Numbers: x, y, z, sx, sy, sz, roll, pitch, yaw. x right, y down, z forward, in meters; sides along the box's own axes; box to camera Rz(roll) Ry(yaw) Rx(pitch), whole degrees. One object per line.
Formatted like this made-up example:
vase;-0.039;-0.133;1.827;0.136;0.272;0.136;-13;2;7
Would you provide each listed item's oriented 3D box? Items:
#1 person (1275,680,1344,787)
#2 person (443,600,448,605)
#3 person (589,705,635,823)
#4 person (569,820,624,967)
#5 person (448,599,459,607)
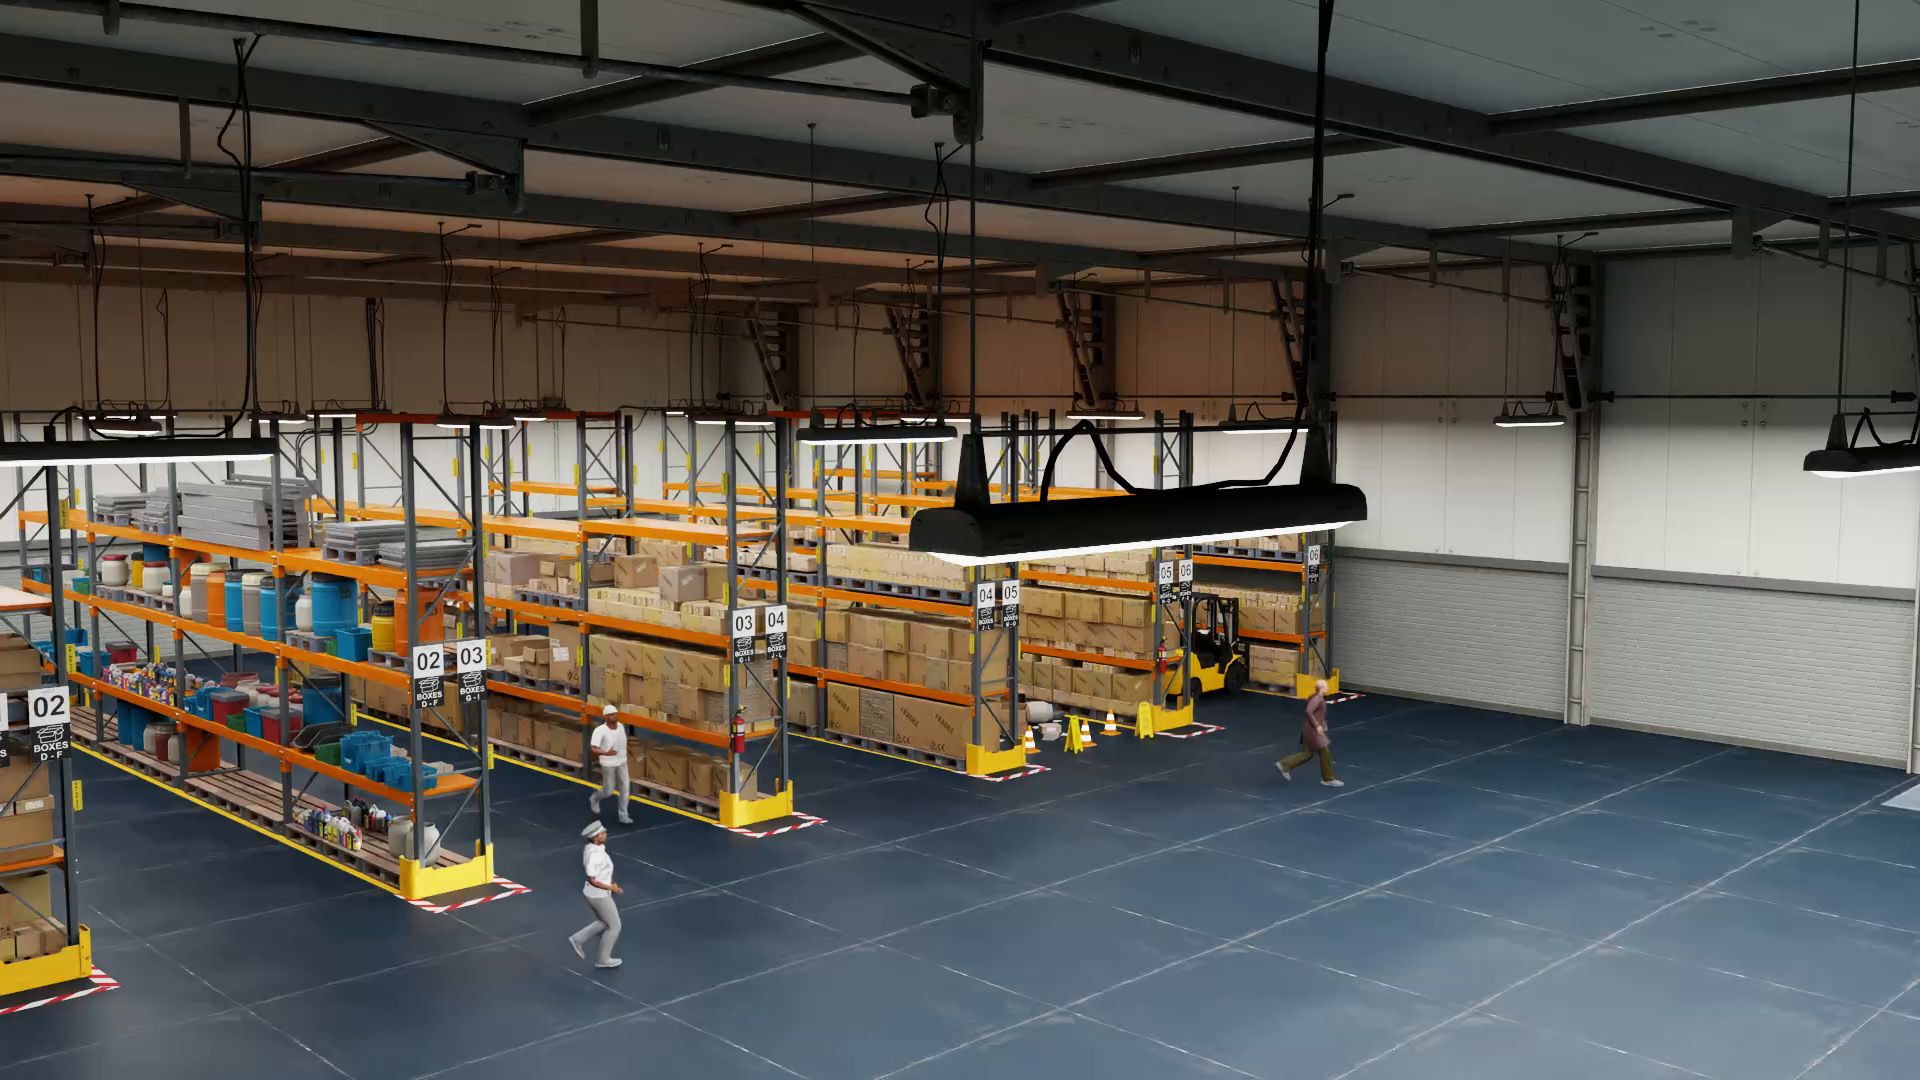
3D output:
person;5.669;3.122;26.866;1.108;1.739;0.741;1;5;8
person;-11.950;2.253;38.345;0.630;1.551;0.864;-1;5;-16
person;-5.165;3.319;24.710;0.866;1.742;0.718;5;7;43
person;-4.026;3.910;18.369;0.587;1.650;0.574;-2;5;-17
person;-11.861;2.092;39.028;0.771;1.736;0.651;0;5;5
